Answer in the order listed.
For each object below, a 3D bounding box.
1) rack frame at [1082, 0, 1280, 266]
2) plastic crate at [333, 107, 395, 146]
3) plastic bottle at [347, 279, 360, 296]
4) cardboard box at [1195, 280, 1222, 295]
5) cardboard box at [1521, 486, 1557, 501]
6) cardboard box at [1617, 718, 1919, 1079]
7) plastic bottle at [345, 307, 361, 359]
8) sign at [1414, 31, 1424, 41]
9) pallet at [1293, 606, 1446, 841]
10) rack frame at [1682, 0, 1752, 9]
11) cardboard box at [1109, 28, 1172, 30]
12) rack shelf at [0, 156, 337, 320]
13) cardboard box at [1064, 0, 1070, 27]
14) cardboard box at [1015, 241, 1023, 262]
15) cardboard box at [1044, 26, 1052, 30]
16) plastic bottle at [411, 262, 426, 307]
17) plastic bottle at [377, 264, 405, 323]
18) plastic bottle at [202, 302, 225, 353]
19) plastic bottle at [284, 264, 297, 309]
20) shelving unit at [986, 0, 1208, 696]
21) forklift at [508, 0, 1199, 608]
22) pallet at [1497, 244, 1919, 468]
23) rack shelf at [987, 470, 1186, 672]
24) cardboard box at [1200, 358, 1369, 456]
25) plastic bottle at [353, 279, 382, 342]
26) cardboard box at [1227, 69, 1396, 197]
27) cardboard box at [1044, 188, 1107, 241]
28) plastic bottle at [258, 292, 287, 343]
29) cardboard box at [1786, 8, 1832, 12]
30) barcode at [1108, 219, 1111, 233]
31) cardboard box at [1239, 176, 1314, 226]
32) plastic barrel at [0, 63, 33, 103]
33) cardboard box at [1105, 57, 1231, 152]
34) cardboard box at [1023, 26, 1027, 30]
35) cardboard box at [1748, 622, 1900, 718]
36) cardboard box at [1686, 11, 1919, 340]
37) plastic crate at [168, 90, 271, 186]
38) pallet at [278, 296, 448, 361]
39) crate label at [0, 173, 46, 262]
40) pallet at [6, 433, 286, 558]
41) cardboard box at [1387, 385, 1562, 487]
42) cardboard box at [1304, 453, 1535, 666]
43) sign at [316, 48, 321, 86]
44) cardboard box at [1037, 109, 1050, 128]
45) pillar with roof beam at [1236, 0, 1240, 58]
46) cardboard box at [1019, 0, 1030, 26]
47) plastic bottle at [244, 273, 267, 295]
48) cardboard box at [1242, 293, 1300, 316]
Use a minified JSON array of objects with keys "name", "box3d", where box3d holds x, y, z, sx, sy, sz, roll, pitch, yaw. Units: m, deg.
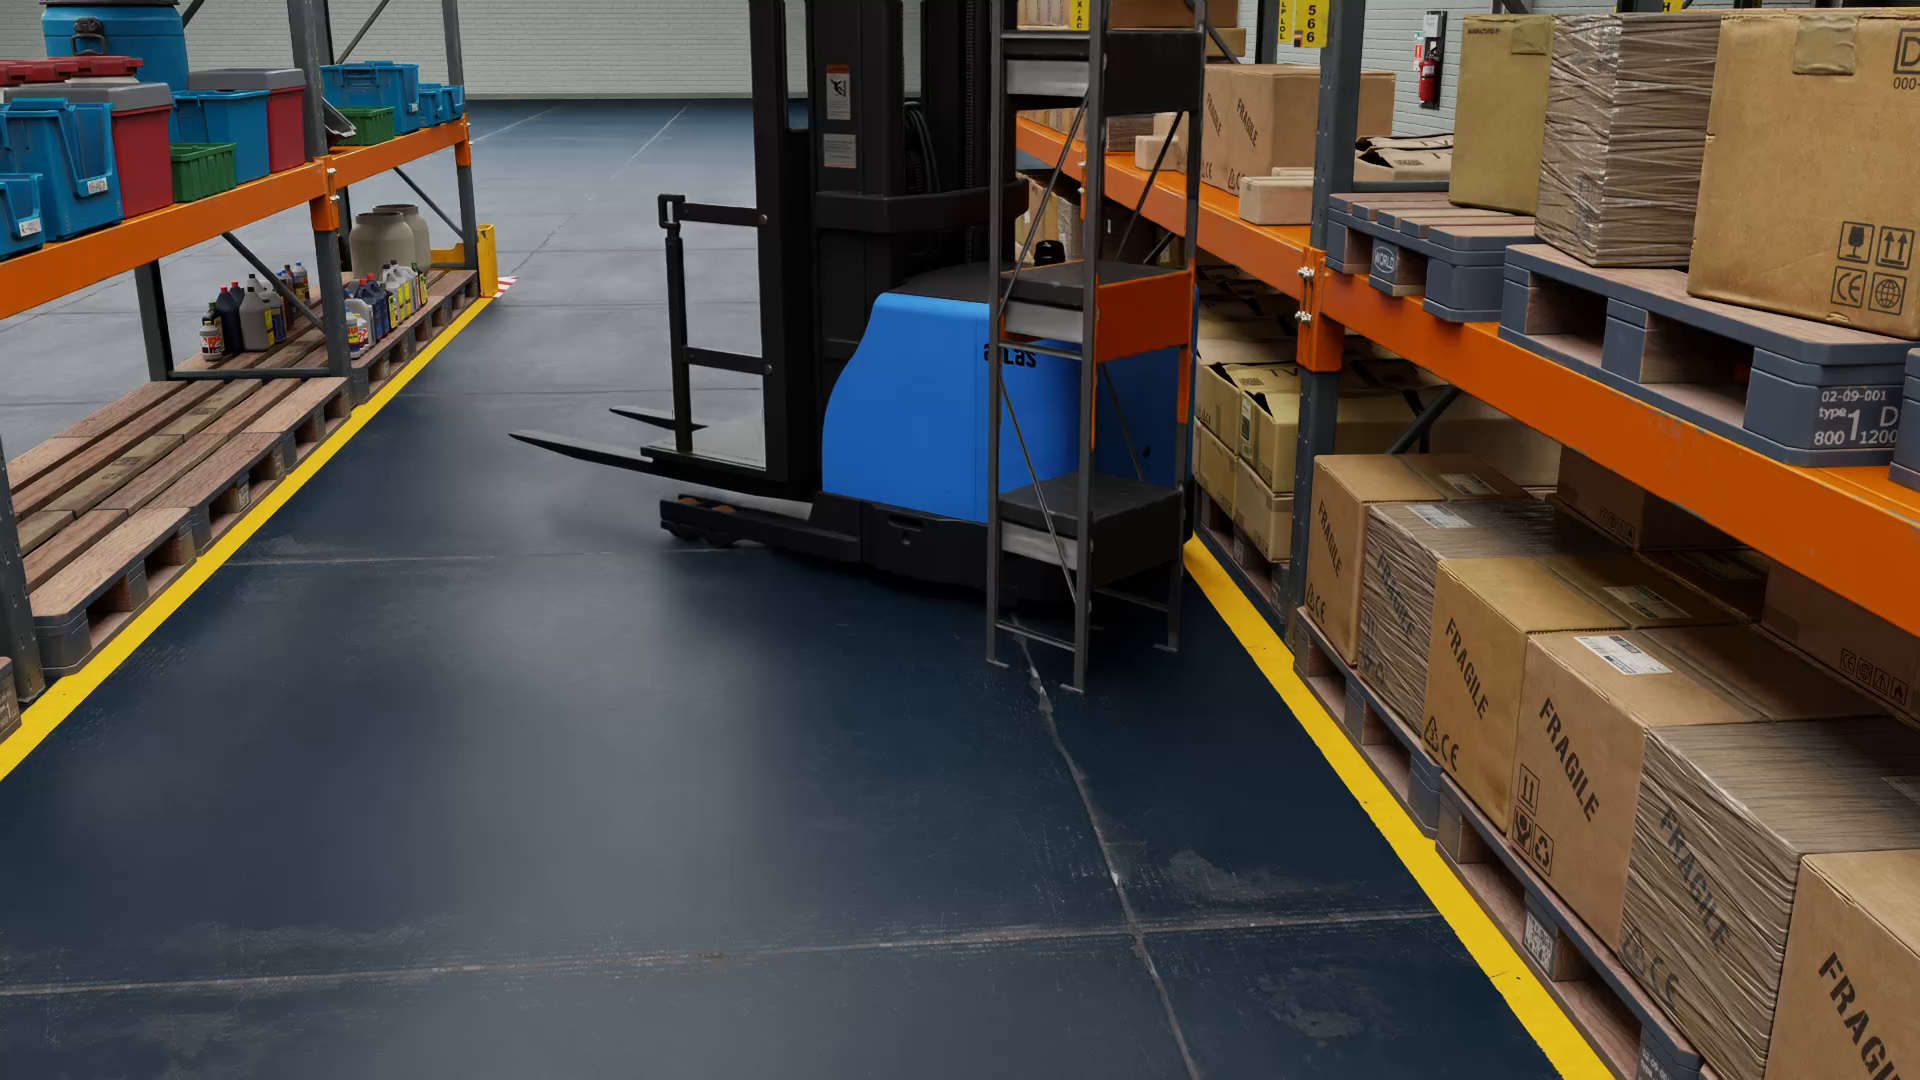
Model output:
[{"name":"rack frame","box3d":[1.176,-2.272,8.907,1.000,3.000,0.127,-2,18,-6]},{"name":"plastic crate","box3d":[-3.610,-2.432,9.771,0.450,0.188,0.662,-2,18,-6]},{"name":"plastic bottle","box3d":[-3.630,-1.455,10.116,0.152,0.276,0.135,-2,18,-6]},{"name":"cardboard box","box3d":[1.017,-1.148,8.280,0.500,0.311,0.500,-2,18,-6]},{"name":"cardboard box","box3d":[1.827,-0.134,5.986,0.500,0.250,0.500,-2,18,-6]},{"name":"cardboard box","box3d":[1.571,0.659,3.009,0.500,0.500,0.500,-2,17,-5]},{"name":"plastic bottle","box3d":[-3.348,-1.137,9.111,0.097,0.271,0.097,0,17,0]},{"name":"sign","box3d":[5.824,-6.397,21.103,0.001,0.109,0.331,-2,18,-6]},{"name":"pallet","box3d":[1.628,0.474,4.816,1.003,0.211,1.213,-2,18,-6]},{"name":"rack frame","box3d":[5.691,-3.618,13.194,1.000,3.000,0.127,-2,18,-6]},{"name":"cardboard box","box3d":[0.935,-2.704,9.032,0.380,0.149,0.250,-2,18,-6]},{"name":"rack shelf","box3d":[-3.545,-1.181,6.633,1.077,0.370,4.000,-2,18,-6]},{"name":"cardboard box","box3d":[1.020,-3.371,10.073,0.700,0.500,0.500,-2,18,-6]},{"name":"cardboard box","box3d":[0.653,-2.037,12.047,0.500,0.250,0.500,-2,18,-6]},{"name":"cardboard box","box3d":[0.748,-3.240,10.738,0.380,0.149,0.250,-2,18,-5]},{"name":"plastic bottle","box3d":[-3.508,-1.658,10.751,0.061,0.283,0.133,-1,17,-4]},{"name":"plastic bottle","box3d":[-3.485,-1.503,10.143,0.144,0.351,0.185,-2,18,-6]},{"name":"plastic bottle","box3d":[-4.129,-1.167,9.188,0.061,0.283,0.133,-1,17,-3]},{"name":"plastic bottle","box3d":[-4.281,-1.608,10.592,0.061,0.283,0.133,-1,17,-5]},{"name":"shelving unit","box3d":[0.407,-0.616,5.129,0.431,2.100,0.503,16,23,41]},{"name":"forklift","box3d":[-0.594,-1.486,6.516,3.031,2.935,1.130,12,21,33]},{"name":"pallet","box3d":[1.794,-0.410,3.295,1.003,0.211,1.213,-2,18,-6]},{"name":"rack shelf","box3d":[0.405,0.065,5.342,0.431,0.518,0.480,16,23,41]},{"name":"cardboard box","box3d":[1.230,-0.540,6.341,0.500,0.311,0.500,-2,18,-6]},{"name":"plastic bottle","box3d":[-3.422,-1.320,9.561,0.144,0.351,0.185,-1,17,-4]},{"name":"cardboard box","box3d":[1.399,-1.628,6.687,0.500,0.500,0.500,-3,18,-9]},{"name":"cardboard box","box3d":[0.816,-1.948,10.512,0.500,0.500,0.500,-2,18,-6]},{"name":"plastic bottle","box3d":[-3.979,-1.283,9.568,0.152,0.276,0.135,-2,18,-6]},{"name":"cardboard box","box3d":[5.648,-3.152,10.675,0.500,0.500,0.500,-2,18,-7]},{"name":"barcode","box3d":[0.788,-1.659,8.789,0.001,0.075,0.075,-2,18,-6]},{"name":"cardboard box","box3d":[1.221,-1.220,5.975,0.380,0.149,0.250,-2,18,-6]},{"name":"plastic barrel","box3d":[-3.750,-1.546,6.366,0.433,0.535,0.433,0,17,0]},{"name":"cardboard box","box3d":[1.124,-2.452,9.312,0.700,0.500,0.500,-2,18,-7]},{"name":"cardboard box","box3d":[0.644,-3.545,11.710,0.380,0.149,0.250,-2,18,-5]},{"name":"cardboard box","box3d":[2.032,0.484,3.566,0.500,0.500,0.500,-2,18,-8]},{"name":"cardboard box","box3d":[1.758,-0.661,2.908,0.700,0.500,0.500,-6,19,-20]},{"name":"plastic crate","box3d":[-3.328,-1.794,7.409,0.392,0.384,0.575,-2,18,-6]},{"name":"pallet","box3d":[-3.908,-1.356,10.643,1.003,0.211,1.213,-2,18,-6]},{"name":"crate label","box3d":[-3.009,-0.986,5.089,0.303,0.233,0.416,-2,18,-6]},{"name":"pallet","box3d":[-3.503,-0.193,6.939,1.003,0.211,1.213,-2,18,-6]},{"name":"cardboard box","box3d":[1.827,-0.402,5.902,0.500,0.311,0.500,-1,17,-4]},{"name":"cardboard box","box3d":[1.351,0.047,4.959,0.500,0.500,0.500,-1,17,-3]},{"name":"sign","box3d":[-4.711,-3.428,12.128,0.100,0.325,0.005,-2,18,-6]},{"name":"cardboard box","box3d":[0.903,-3.068,11.274,0.700,0.500,0.500,-2,18,-5]},{"name":"pillar with roof beam","box3d":[0.485,-11.528,28.374,9.100,9.000,0.400,-2,18,-6]},{"name":"cardboard box","box3d":[0.805,-3.975,11.999,0.700,0.500,0.500,-2,18,-5]},{"name":"plastic bottle","box3d":[-4.157,-1.403,9.825,0.144,0.351,0.185,-2,18,-6]},{"name":"cardboard box","box3d":[1.612,-1.013,7.849,0.500,0.311,0.500,-2,18,-6]}]
